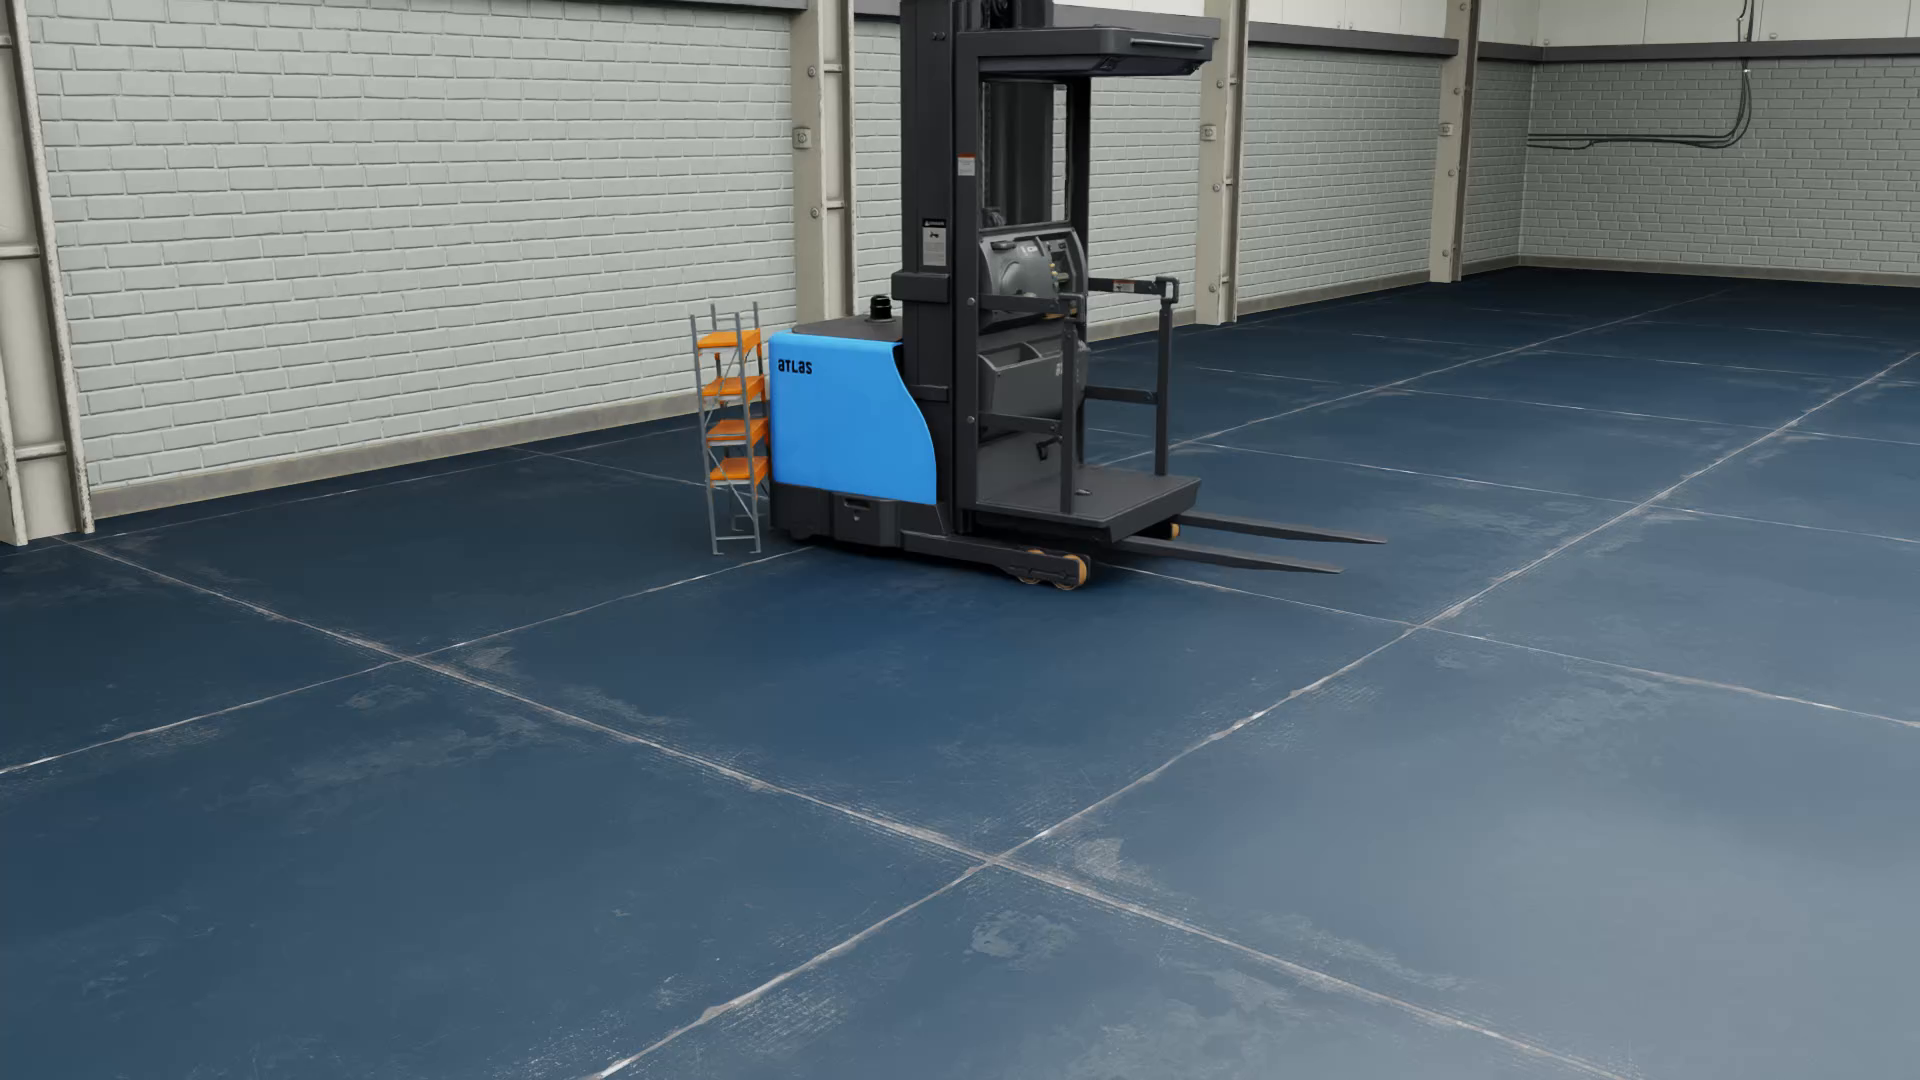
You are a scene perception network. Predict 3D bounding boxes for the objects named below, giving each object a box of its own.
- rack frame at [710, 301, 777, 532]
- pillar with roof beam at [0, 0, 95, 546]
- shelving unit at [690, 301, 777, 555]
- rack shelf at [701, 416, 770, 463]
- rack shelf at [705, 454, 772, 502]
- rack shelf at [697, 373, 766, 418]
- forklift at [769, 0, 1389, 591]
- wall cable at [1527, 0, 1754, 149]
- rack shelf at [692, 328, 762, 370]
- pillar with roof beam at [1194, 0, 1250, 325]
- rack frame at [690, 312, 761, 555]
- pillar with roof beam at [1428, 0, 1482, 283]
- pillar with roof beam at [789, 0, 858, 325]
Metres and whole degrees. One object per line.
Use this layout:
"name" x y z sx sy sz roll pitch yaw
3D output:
"rack frame" -1.122 -0.632 8.646 0.240 1.200 0.015 -2 14 4
"pillar with roof beam" -1.468 -3.726 5.012 9.100 9.000 0.400 11 18 38
"shelving unit" -1.136 -0.572 8.410 0.258 1.200 0.503 -2 14 4
"rack shelf" -1.132 -0.507 8.426 0.258 0.148 0.480 -2 14 4
"rack shelf" -1.120 -0.315 8.474 0.258 0.148 0.480 -2 14 4
"rack shelf" -1.145 -0.724 8.372 0.258 0.148 0.480 -2 14 4
"forklift" 0.535 -1.334 7.921 3.031 2.935 1.130 9 17 31
"wall cable" 9.377 -6.694 23.001 3.097 2.526 0.112 11 18 38
"rack shelf" -1.158 -0.953 8.314 0.258 0.148 0.480 -2 14 4
"pillar with roof beam" 6.074 -6.024 14.058 9.100 9.000 0.400 11 18 38
"rack frame" -1.150 -0.513 8.173 0.240 1.200 0.015 -2 14 4
"pillar with roof beam" 9.845 -7.173 18.581 9.100 9.000 0.400 11 18 38
"pillar with roof beam" 2.303 -4.875 9.535 9.100 9.000 0.400 11 18 38
